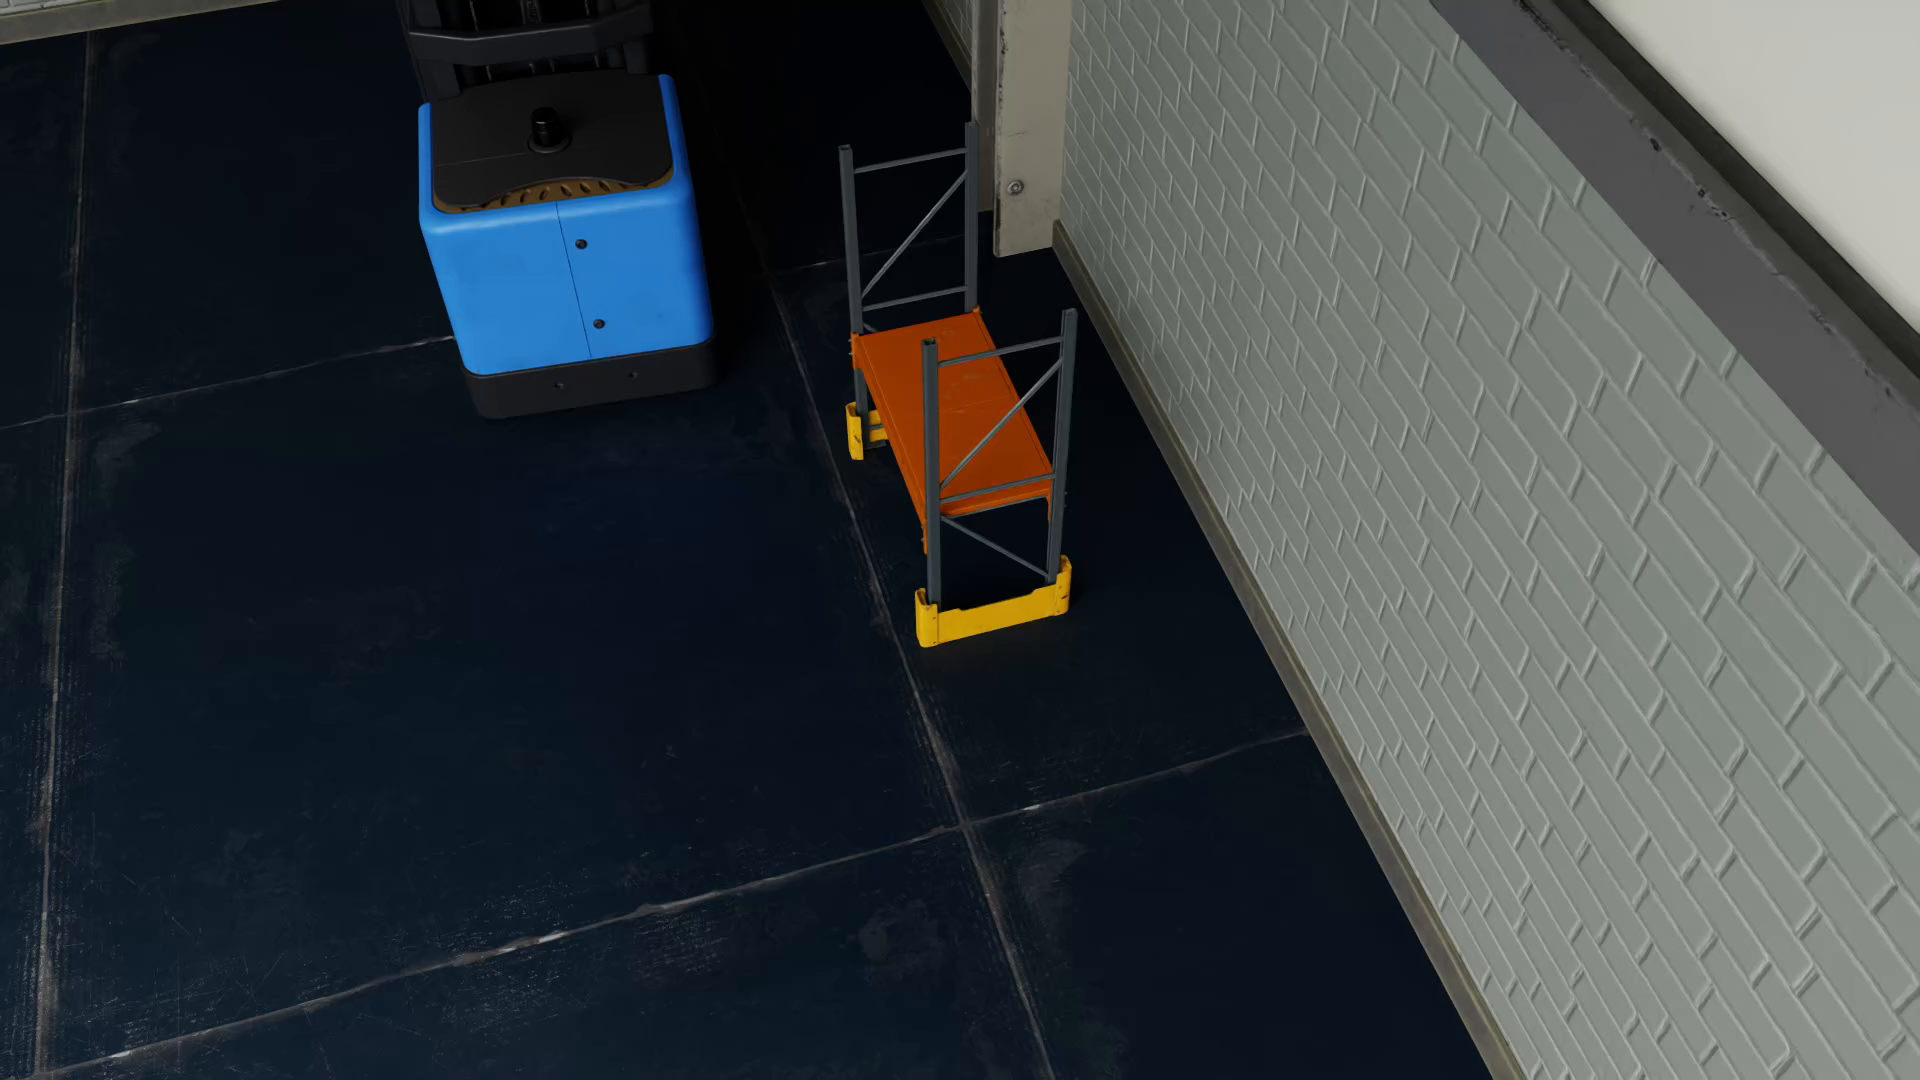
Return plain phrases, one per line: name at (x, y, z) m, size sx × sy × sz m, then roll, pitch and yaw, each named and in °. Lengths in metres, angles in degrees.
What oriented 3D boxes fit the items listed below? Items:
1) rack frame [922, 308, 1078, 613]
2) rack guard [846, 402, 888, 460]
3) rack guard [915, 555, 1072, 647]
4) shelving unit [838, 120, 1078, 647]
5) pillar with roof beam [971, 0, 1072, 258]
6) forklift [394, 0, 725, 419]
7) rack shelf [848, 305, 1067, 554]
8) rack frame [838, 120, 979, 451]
rack frame at (0.125, -0.174, 5.706) m, size 0.500 × 1.500 × 0.032 m, roll -13°, pitch 51°, yaw -11°
rack guard at (-0.170, -0.500, 6.798) m, size 0.587 × 0.250 × 0.087 m, roll -13°, pitch 51°, yaw -11°
rack guard at (0.125, 0.227, 6.184) m, size 0.587 × 0.250 × 0.087 m, roll -13°, pitch 51°, yaw -11°
shelving unit at (-0.023, -0.539, 6.013) m, size 0.587 × 1.500 × 1.083 m, roll -13°, pitch 51°, yaw -11°
pillar with roof beam at (-3.858, -3.402, 3.522) m, size 9.100 × 9.000 × 0.400 m, roll -13°, pitch 51°, yaw -11°
forklift at (-1.809, -2.598, 6.813) m, size 1.130 × 2.935 × 3.031 m, roll -9°, pitch 51°, yaw -8°
rack shelf at (-0.025, -0.430, 6.156) m, size 0.538 × 0.185 × 1.000 m, roll -13°, pitch 51°, yaw -11°
rack frame at (-0.176, -0.917, 6.332) m, size 0.500 × 1.500 × 0.032 m, roll -13°, pitch 51°, yaw -11°
